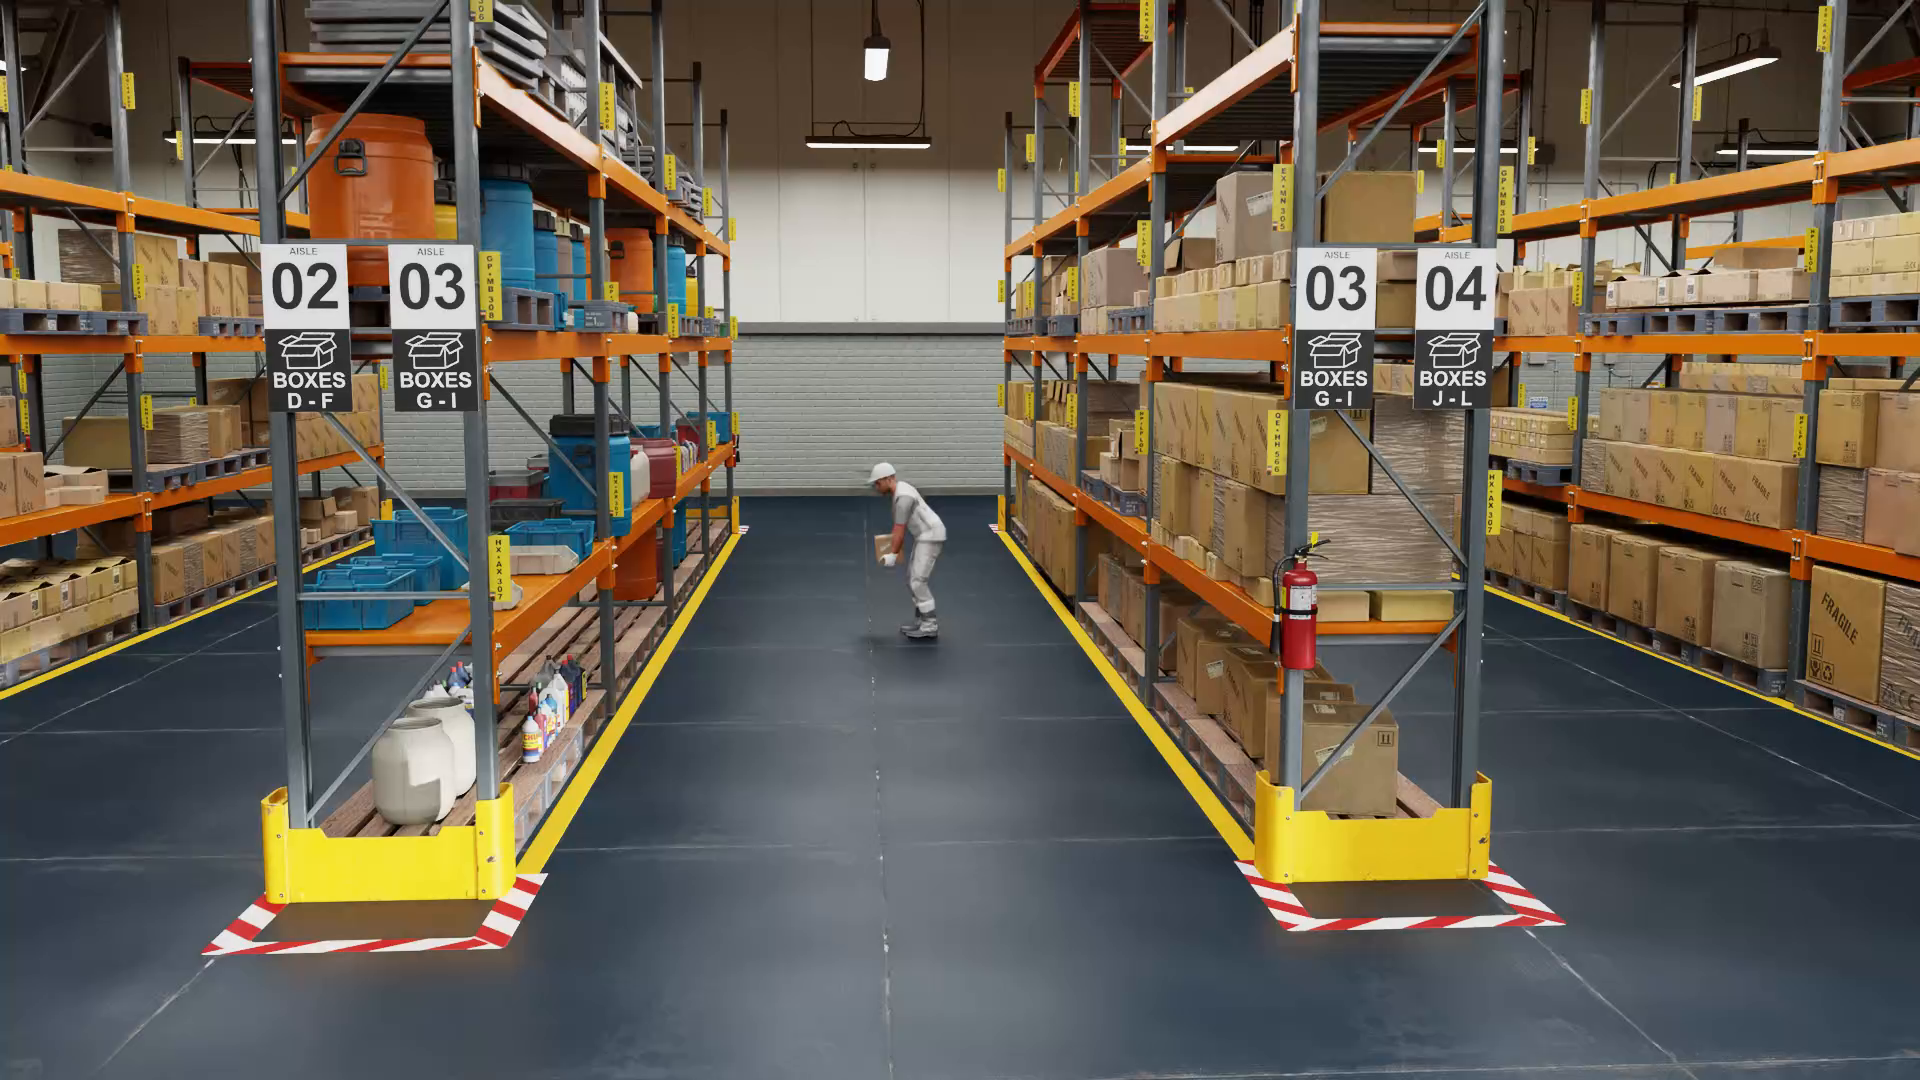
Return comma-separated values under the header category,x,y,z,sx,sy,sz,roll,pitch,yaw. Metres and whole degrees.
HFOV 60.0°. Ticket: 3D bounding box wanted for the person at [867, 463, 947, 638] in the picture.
category,x,y,z,sx,sy,sz,roll,pitch,yaw
person,-0.495,0.088,15.569,0.739,1.628,0.484,-1,7,-5
